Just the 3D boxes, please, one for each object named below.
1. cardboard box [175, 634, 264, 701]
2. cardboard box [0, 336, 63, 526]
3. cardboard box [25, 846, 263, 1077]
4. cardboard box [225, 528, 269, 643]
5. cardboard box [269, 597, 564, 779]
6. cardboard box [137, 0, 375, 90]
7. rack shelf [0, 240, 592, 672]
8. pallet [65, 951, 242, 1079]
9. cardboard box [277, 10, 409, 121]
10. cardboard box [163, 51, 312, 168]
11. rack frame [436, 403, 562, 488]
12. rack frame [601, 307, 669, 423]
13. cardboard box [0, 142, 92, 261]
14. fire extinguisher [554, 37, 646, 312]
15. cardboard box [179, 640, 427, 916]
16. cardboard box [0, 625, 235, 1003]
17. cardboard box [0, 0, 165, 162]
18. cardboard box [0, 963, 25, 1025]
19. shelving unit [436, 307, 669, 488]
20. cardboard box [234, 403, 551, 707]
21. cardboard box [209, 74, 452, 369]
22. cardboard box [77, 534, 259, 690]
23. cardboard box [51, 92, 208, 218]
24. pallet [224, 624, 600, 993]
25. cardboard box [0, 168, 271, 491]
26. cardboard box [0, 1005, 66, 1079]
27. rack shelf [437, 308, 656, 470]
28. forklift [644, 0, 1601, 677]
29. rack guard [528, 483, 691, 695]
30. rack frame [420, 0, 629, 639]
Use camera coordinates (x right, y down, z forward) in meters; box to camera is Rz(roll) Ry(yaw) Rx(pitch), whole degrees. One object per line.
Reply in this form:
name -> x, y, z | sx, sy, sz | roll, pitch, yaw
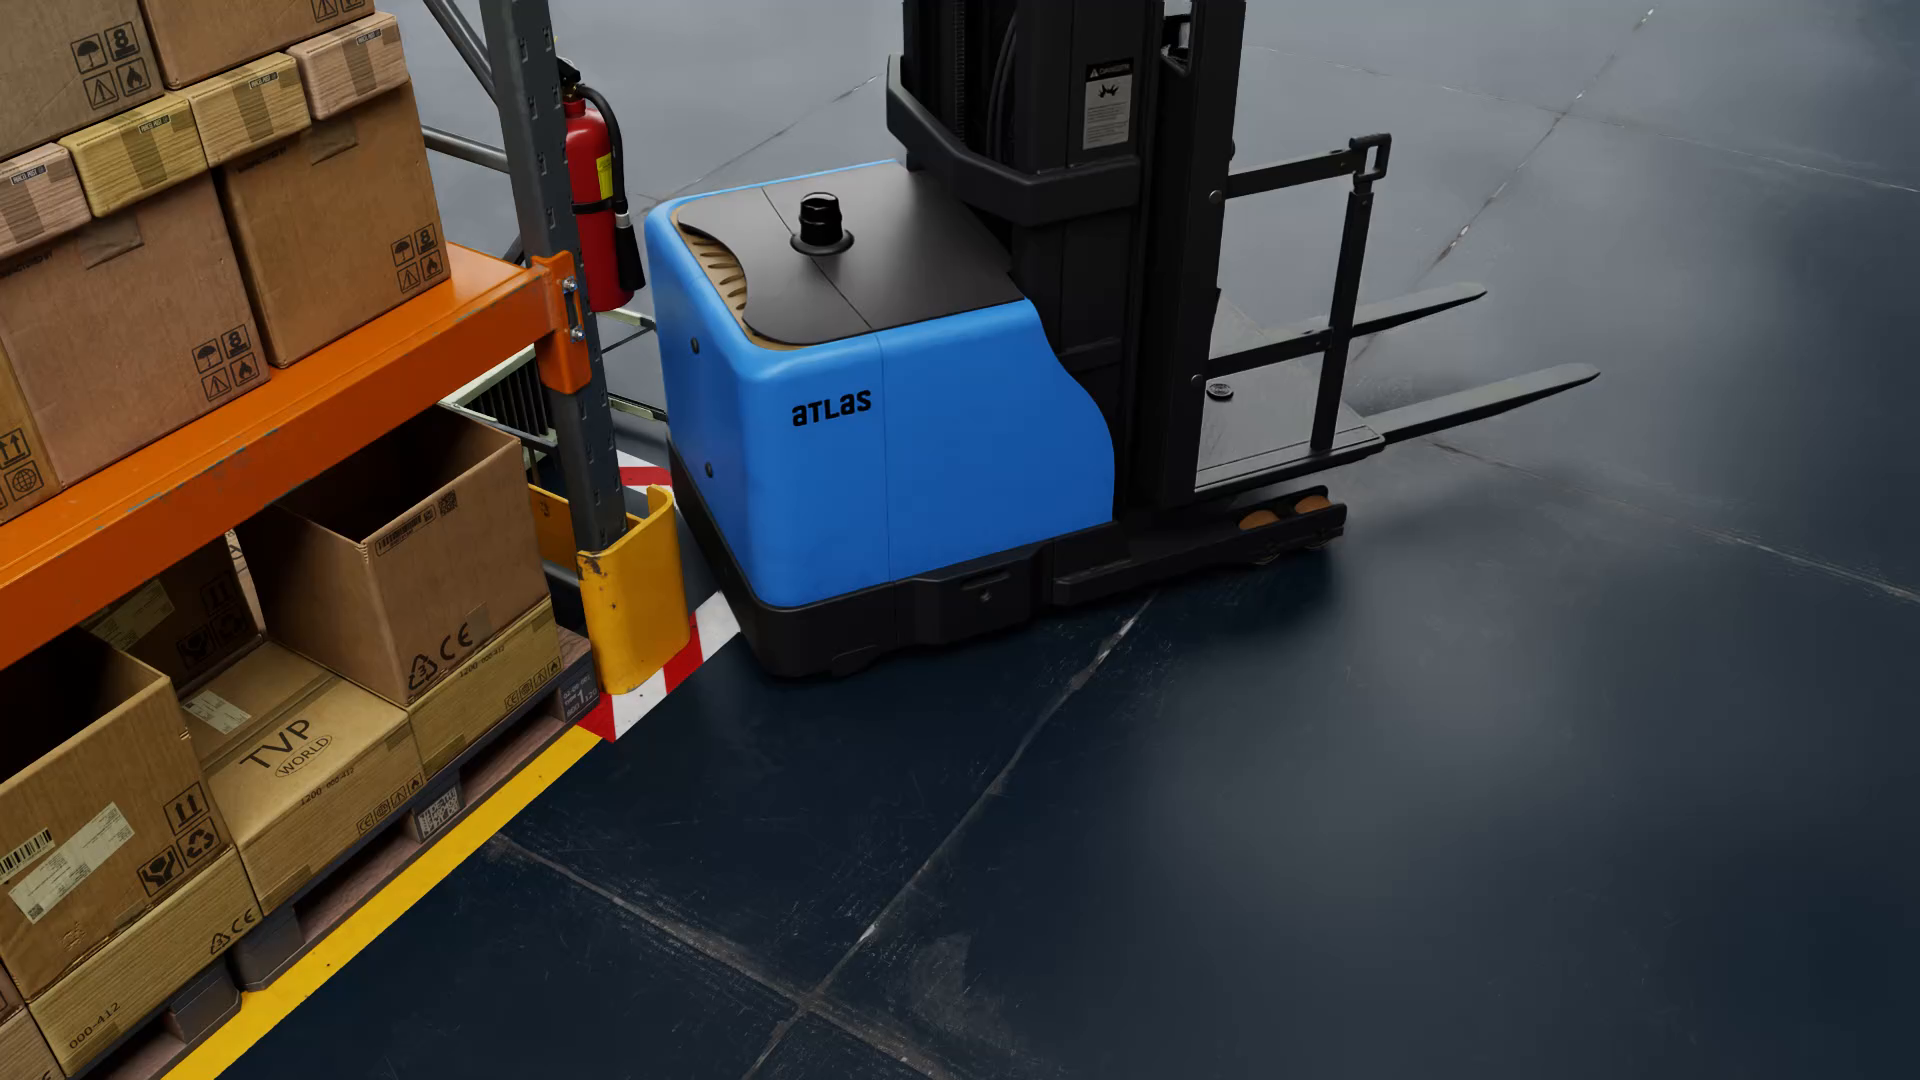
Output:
cardboard box -> -2.103, 0.382, 4.205 | 0.500, 0.250, 0.500 | 21, 42, 25
cardboard box -> -2.172, -0.280, 3.074 | 0.700, 0.500, 0.500 | 21, 43, 25
cardboard box -> -1.925, 0.813, 3.647 | 0.500, 0.250, 0.500 | 21, 42, 25
cardboard box -> -1.838, 0.123, 4.541 | 0.500, 0.250, 0.500 | 21, 42, 25
cardboard box -> -1.401, 0.293, 4.321 | 0.500, 0.250, 0.500 | 21, 42, 25
cardboard box -> -1.652, -1.293, 3.325 | 0.700, 0.500, 0.500 | 21, 42, 25
rack shelf -> -2.435, 0.313, 2.976 | 1.077, 0.370, 4.000 | 21, 42, 25
pallet -> -2.392, 1.136, 3.604 | 1.003, 0.211, 1.213 | 21, 42, 25
cardboard box -> -1.407, -1.040, 3.529 | 0.380, 0.149, 0.250 | 20, 42, 24
cardboard box -> -1.546, -0.905, 3.354 | 0.380, 0.149, 0.250 | 22, 43, 26
rack frame -> -1.843, -0.339, 5.288 | 1.500, 0.400, 0.023 | 19, 41, 22
rack frame -> -1.491, -0.731, 5.796 | 1.500, 0.400, 0.023 | 19, 41, 22
cardboard box -> -1.819, -0.644, 3.015 | 0.380, 0.149, 0.250 | 22, 43, 26
fire extinguisher -> -0.907, -0.881, 4.000 | 0.296, 0.674, 0.183 | 21, 42, 25
cardboard box -> -1.659, 0.554, 3.982 | 0.500, 0.250, 0.500 | 21, 42, 25
cardboard box -> -1.922, 0.517, 3.417 | 0.500, 0.500, 0.500 | 21, 42, 25
cardboard box -> -1.929, -1.020, 2.971 | 0.700, 0.500, 0.500 | 20, 42, 24
cardboard box -> -2.191, 0.774, 3.083 | 0.500, 0.500, 0.500 | 21, 42, 25
shelving unit -> -1.667, -0.535, 5.542 | 1.500, 0.431, 0.755 | 19, 41, 22
cardboard box -> -1.399, -0.004, 4.092 | 0.500, 0.500, 0.500 | 21, 42, 25
cardboard box -> -1.624, -0.806, 3.757 | 0.700, 0.500, 0.500 | 21, 42, 25
cardboard box -> -2.104, 0.085, 3.977 | 0.500, 0.500, 0.500 | 21, 42, 25
cardboard box -> -1.683, -0.773, 3.183 | 0.380, 0.149, 0.250 | 21, 42, 24
pallet -> -1.737, 0.509, 4.416 | 1.003, 0.211, 1.213 | 21, 42, 25
cardboard box -> -1.901, -0.534, 3.404 | 0.700, 0.500, 0.500 | 22, 43, 26
cardboard box -> -2.194, 1.070, 3.313 | 0.500, 0.250, 0.500 | 21, 42, 25
rack shelf -> -1.381, -0.439, 5.418 | 0.370, 0.431, 0.720 | 19, 41, 22
forklift -> 0.649, -1.366, 4.621 | 3.031, 2.935, 1.130 | -15, 40, -19
rack guard -> -1.350, -0.025, 4.873 | 1.175, 0.500, 0.348 | 21, 42, 25
rack frame -> -1.363, -1.003, 4.094 | 1.000, 3.000, 0.127 | 21, 42, 25
